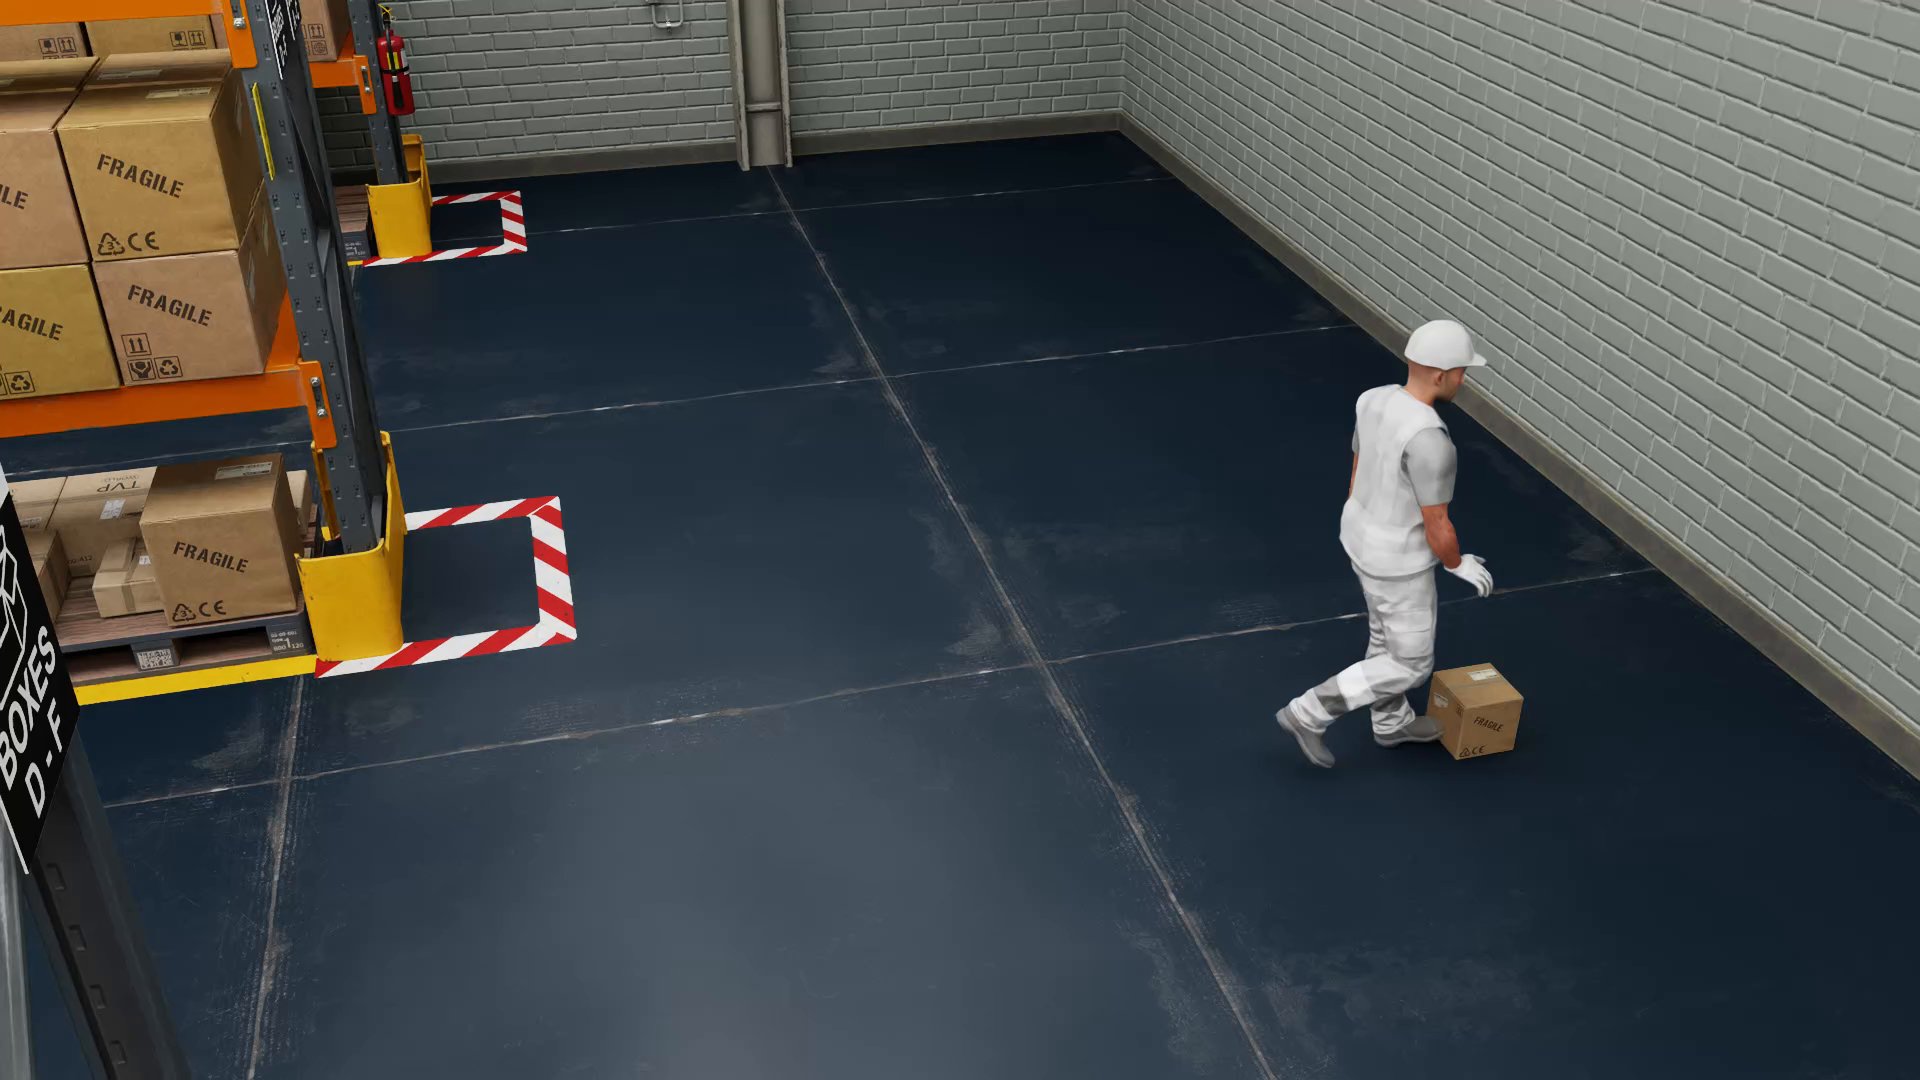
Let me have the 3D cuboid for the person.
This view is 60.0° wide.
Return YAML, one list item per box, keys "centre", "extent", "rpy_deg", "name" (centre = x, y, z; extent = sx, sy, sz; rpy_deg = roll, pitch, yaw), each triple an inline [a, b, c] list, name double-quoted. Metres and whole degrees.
- centre: [1.545, 0.061, 5.987]
  extent: [0.770, 1.779, 0.537]
  rpy_deg: [-4, 30, -7]
  name: "person"
